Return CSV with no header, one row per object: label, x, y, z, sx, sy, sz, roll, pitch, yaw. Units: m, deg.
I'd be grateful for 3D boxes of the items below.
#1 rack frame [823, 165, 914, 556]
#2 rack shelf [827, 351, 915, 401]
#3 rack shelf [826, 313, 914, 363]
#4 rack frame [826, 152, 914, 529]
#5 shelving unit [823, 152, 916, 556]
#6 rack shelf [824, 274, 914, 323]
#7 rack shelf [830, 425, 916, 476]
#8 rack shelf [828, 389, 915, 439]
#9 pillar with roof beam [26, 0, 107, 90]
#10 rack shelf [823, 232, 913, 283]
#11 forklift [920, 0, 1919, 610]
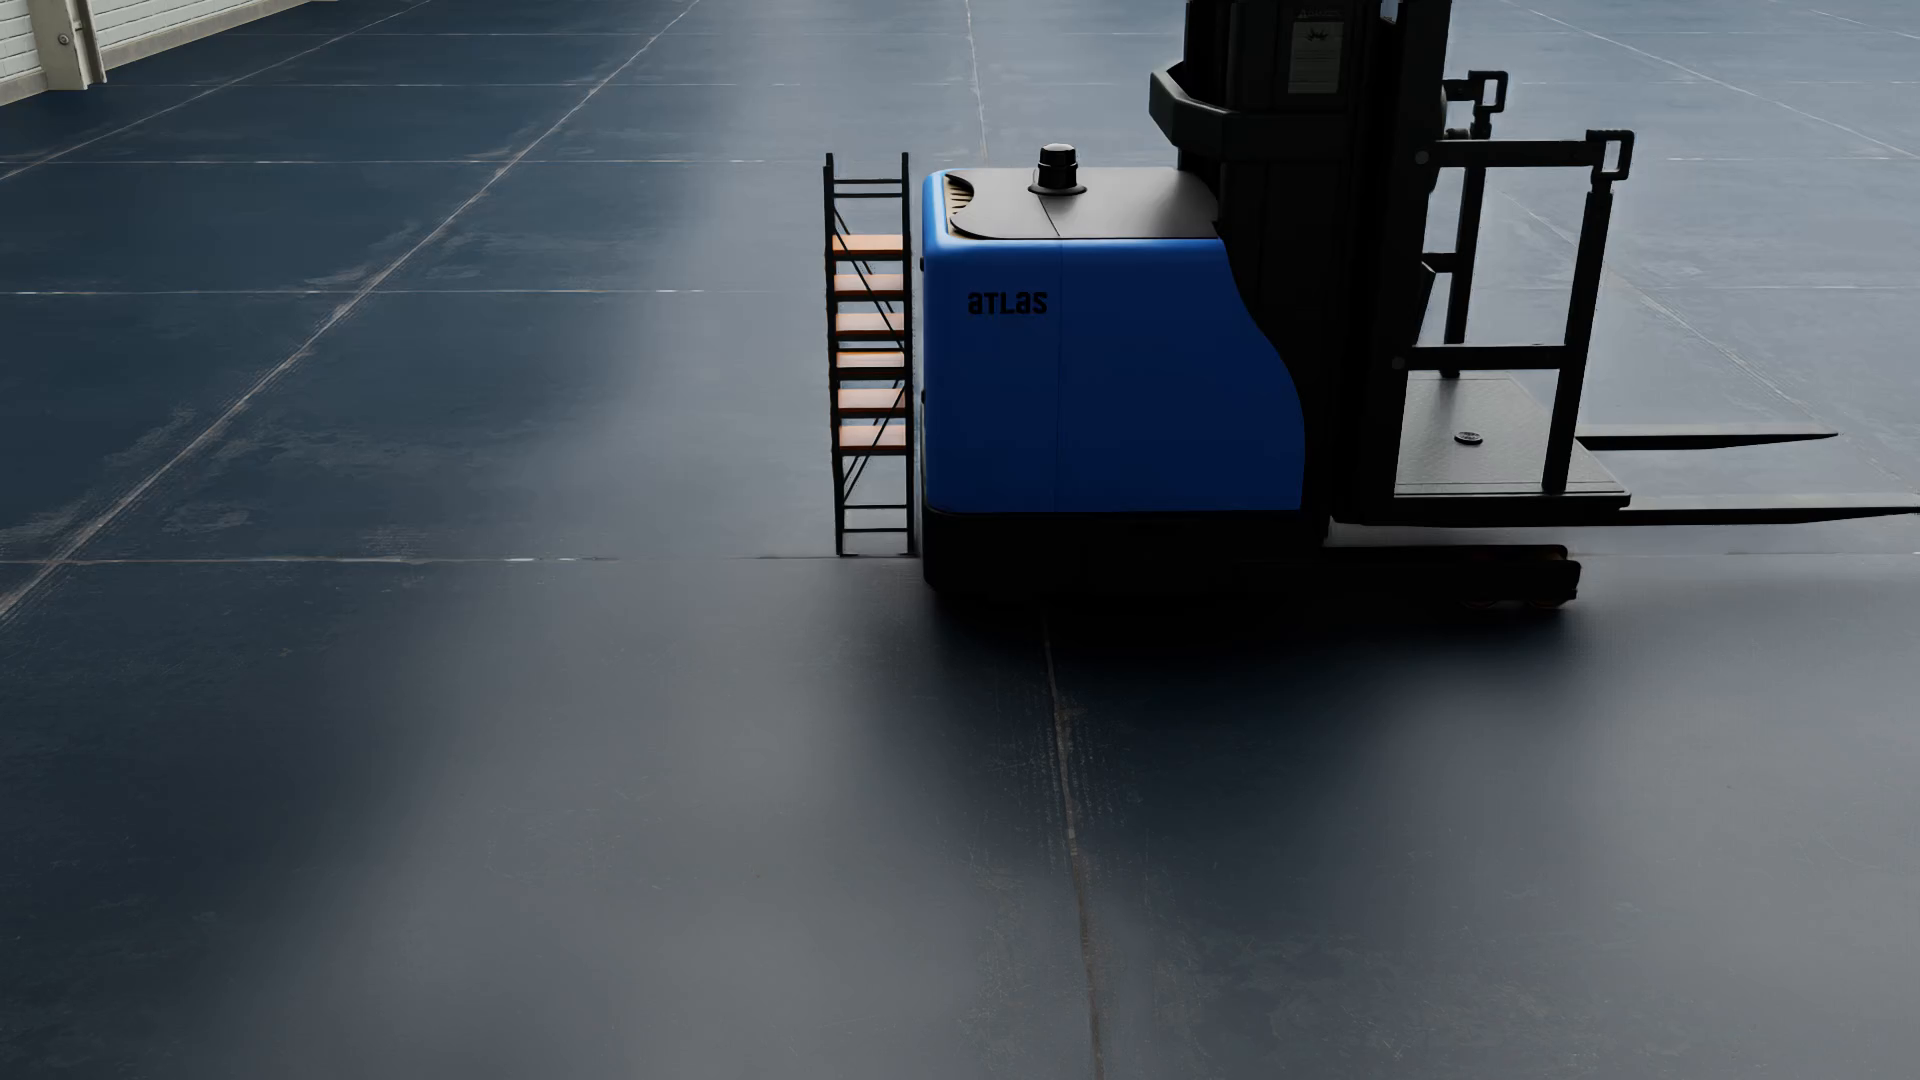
rack frame,-0.263,-0.501,4.900,0.240,1.200,0.006,-1,24,-1
rack shelf,-0.265,-0.498,5.002,0.258,0.103,0.180,-1,24,-1
rack shelf,-0.265,-0.607,4.952,0.258,0.103,0.180,-1,24,-1
rack frame,-0.268,-0.576,5.067,0.240,1.200,0.006,-1,24,-1
shelving unit,-0.265,-0.538,4.984,0.258,1.200,0.189,-1,24,-1
rack shelf,-0.266,-0.716,4.903,0.258,0.103,0.180,-1,24,-1
rack shelf,-0.265,-0.279,5.101,0.258,0.103,0.180,-1,24,-1
rack shelf,-0.265,-0.388,5.051,0.258,0.103,0.180,-1,24,-1
pillar with roof beam,-2.741,-7.743,11.451,9.100,9.000,0.400,0,24,-1
rack shelf,-0.266,-0.826,4.854,0.258,0.103,0.180,-1,24,-1
forklift,1.397,-1.352,4.683,3.031,2.935,1.130,-1,24,-2
